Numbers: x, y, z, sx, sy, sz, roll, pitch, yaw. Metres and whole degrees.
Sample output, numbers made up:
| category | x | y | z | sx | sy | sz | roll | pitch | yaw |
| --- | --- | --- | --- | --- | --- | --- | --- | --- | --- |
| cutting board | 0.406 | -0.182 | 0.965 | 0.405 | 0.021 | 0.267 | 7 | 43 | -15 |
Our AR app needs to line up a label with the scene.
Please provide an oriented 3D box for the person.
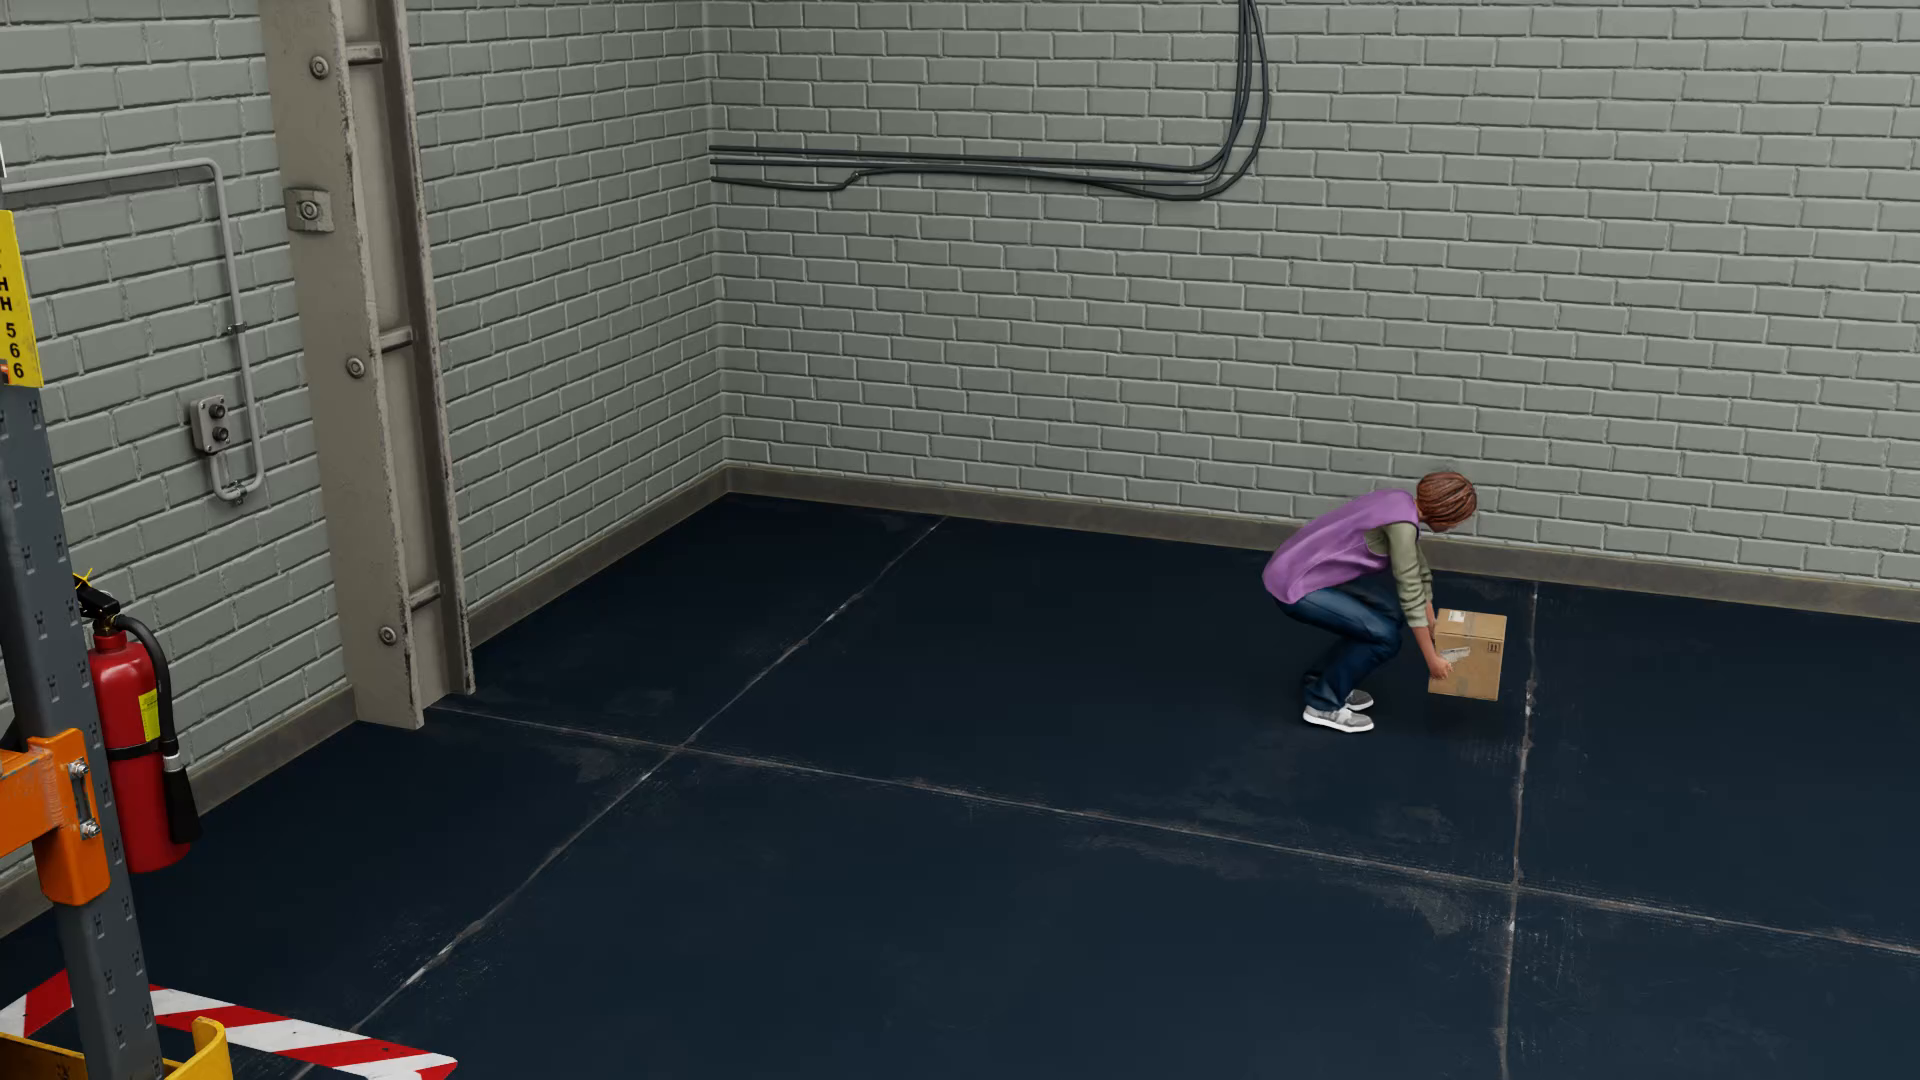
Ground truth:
| category | x | y | z | sx | sy | sz | roll | pitch | yaw |
| --- | --- | --- | --- | --- | --- | --- | --- | --- | --- |
| person | 1.543 | 0.215 | 6.373 | 0.761 | 1.003 | 0.453 | 6 | 20 | 18 |
